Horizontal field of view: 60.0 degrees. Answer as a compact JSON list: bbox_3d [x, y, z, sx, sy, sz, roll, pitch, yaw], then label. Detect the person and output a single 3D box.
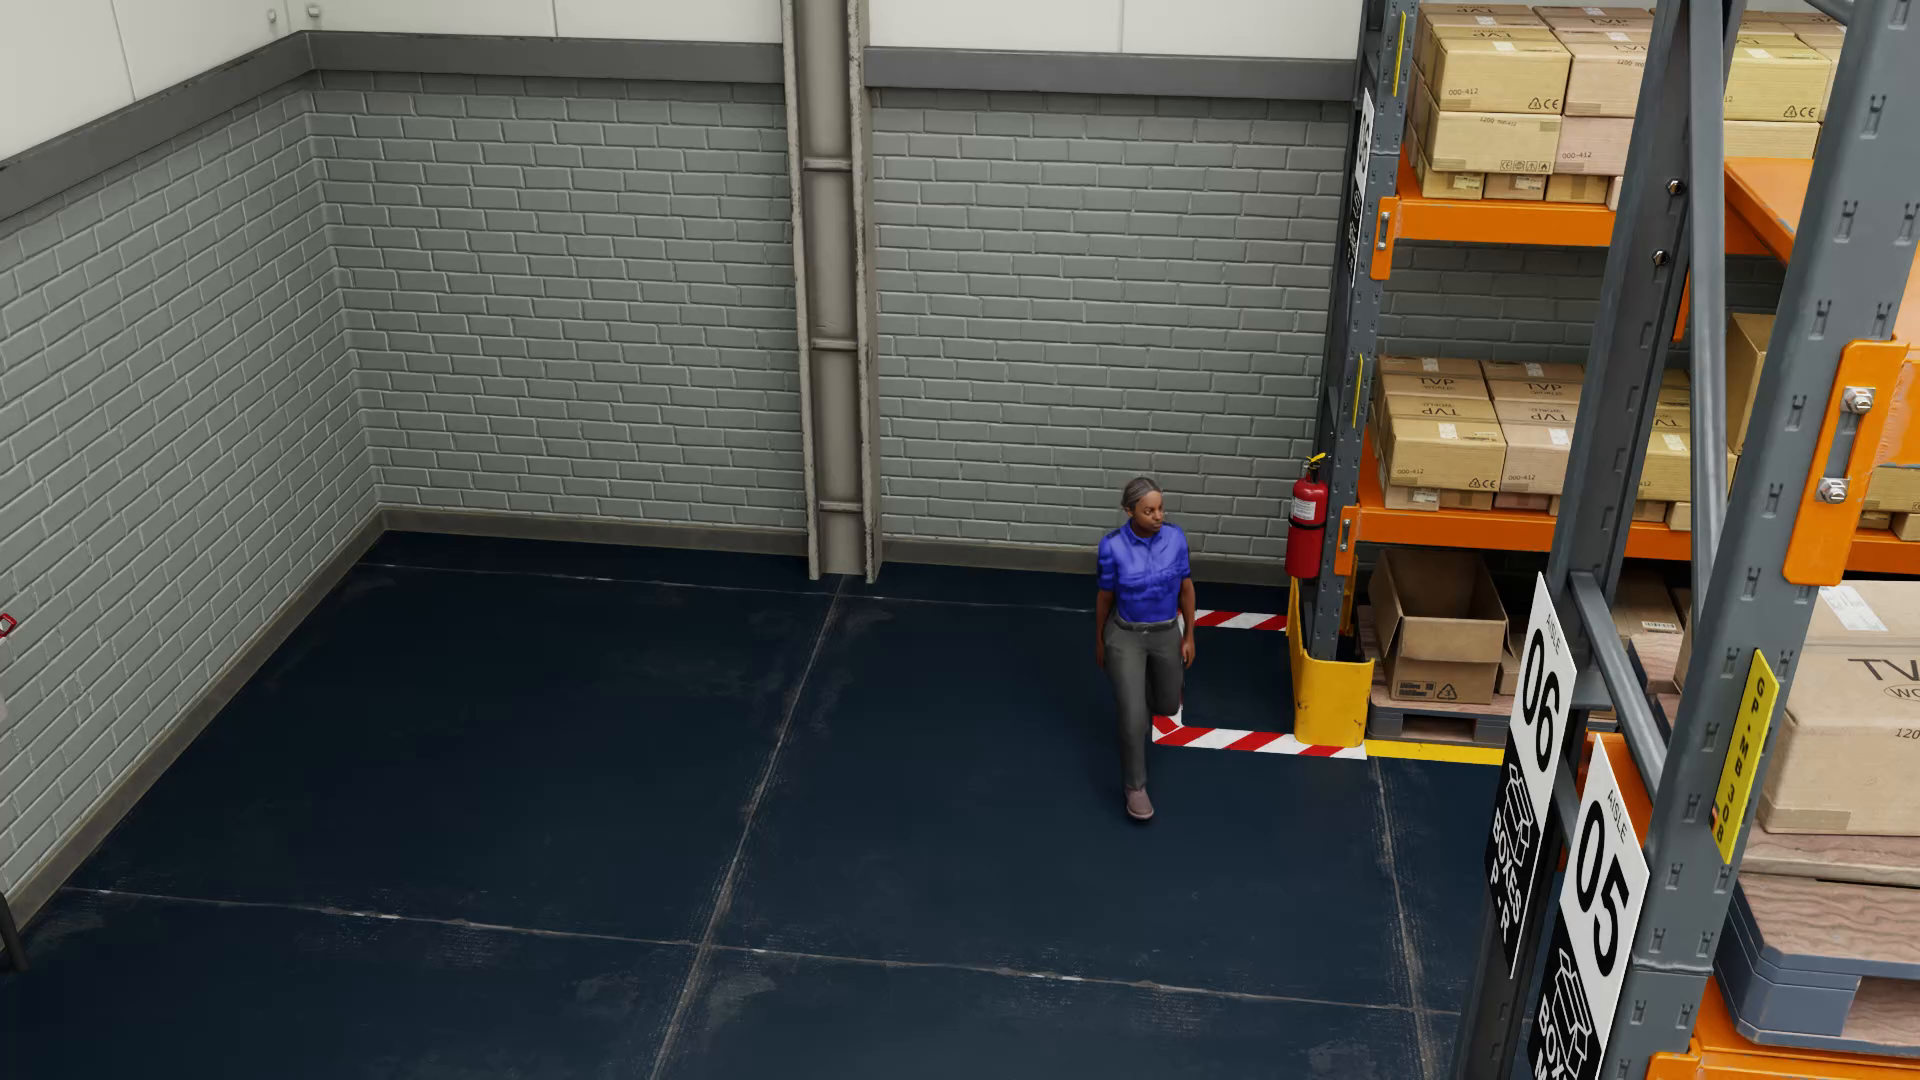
[{"bbox_3d":[0.857,0.448,7.792,0.466,1.609,0.771,-6,29,-11],"label":"person"}]
